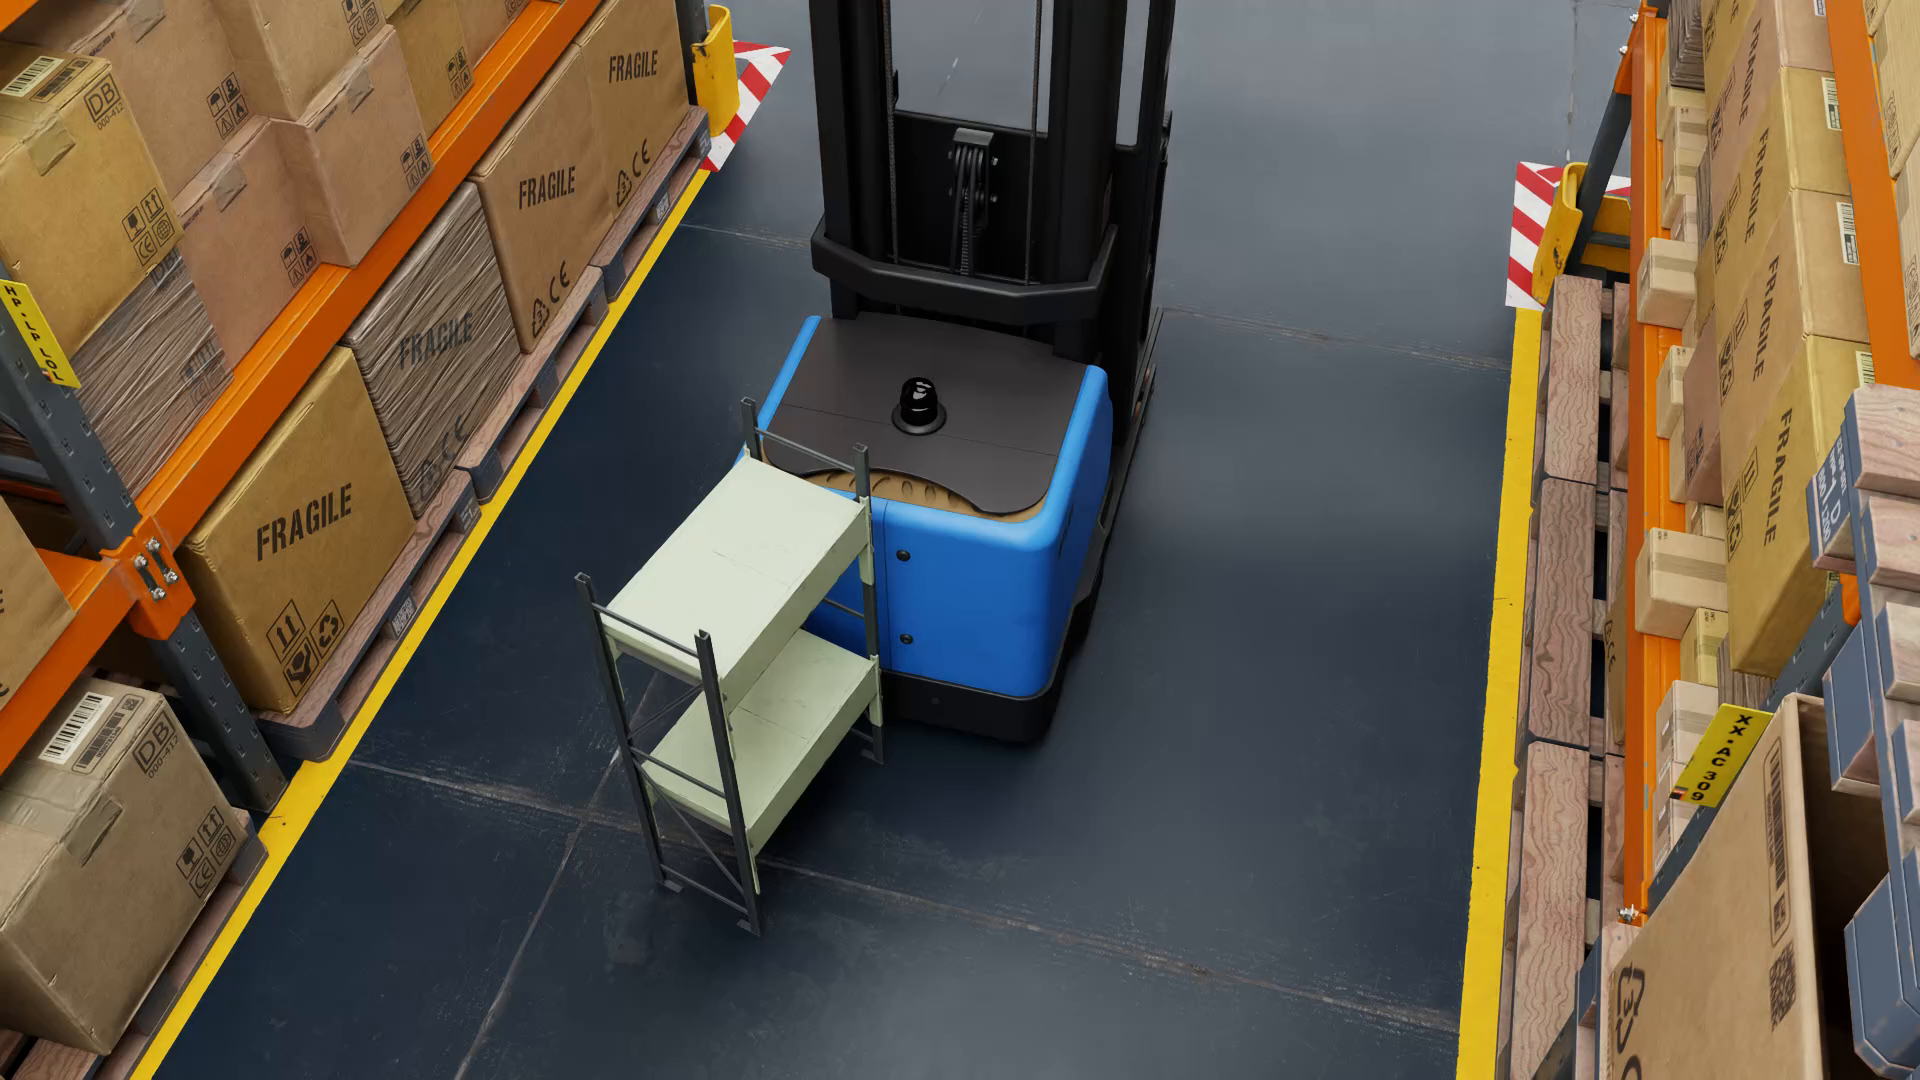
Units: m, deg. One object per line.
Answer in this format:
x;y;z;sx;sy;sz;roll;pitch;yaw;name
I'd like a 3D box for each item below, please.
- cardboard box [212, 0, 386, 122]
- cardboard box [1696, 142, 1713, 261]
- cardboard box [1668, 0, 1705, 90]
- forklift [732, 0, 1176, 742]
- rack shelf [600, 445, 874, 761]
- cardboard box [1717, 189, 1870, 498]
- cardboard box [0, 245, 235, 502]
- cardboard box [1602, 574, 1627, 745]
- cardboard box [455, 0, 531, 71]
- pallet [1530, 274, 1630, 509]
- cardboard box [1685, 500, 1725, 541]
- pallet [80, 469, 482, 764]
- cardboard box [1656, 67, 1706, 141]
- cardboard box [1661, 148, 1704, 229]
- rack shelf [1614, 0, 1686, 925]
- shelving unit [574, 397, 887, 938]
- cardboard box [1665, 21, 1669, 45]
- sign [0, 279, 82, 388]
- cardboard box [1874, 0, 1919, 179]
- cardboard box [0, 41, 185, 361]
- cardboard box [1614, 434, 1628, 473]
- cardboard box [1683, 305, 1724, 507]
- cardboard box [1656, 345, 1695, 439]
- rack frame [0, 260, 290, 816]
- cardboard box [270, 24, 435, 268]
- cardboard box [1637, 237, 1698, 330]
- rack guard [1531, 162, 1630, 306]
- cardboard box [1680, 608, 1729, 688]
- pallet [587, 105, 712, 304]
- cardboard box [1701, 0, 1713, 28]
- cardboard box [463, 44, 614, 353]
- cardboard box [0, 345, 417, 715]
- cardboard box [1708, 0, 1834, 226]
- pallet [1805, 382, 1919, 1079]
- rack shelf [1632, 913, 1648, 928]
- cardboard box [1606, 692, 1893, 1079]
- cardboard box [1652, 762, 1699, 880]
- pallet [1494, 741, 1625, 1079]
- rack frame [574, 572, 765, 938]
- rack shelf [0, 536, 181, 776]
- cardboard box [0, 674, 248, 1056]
-2.290;-1.684;4.916;0.875;0.550;0.550;12;50;10;cardboard box
2.724;-1.075;4.933;0.875;0.500;0.500;12;50;10;cardboard box
2.913;-1.814;5.585;0.875;0.500;0.500;12;50;10;cardboard box
0.163;-1.426;5.554;1.130;2.935;3.031;11;50;10;forklift
-0.607;0.161;4.587;0.431;0.370;0.720;23;52;19;rack shelf
2.014;-0.385;3.657;0.500;0.500;0.500;12;50;10;cardboard box
-2.642;-0.552;4.636;0.875;0.550;0.550;12;50;10;cardboard box
2.406;0.345;5.332;0.500;0.500;0.500;8;49;7;cardboard box
-2.121;-2.116;6.017;0.875;0.550;0.550;12;50;10;cardboard box
2.816;-0.516;6.565;1.003;0.211;1.213;12;50;10;pallet
2.154;-0.017;4.432;0.380;0.149;0.250;12;50;10;cardboard box
-2.452;0.155;5.972;1.003;0.211;1.213;12;50;10;pallet
2.614;-1.477;5.721;0.380;0.149;0.250;12;50;10;cardboard box
2.496;-1.113;5.399;0.380;0.149;0.250;12;50;10;cardboard box
2.558;-0.390;5.073;1.077;0.370;4.000;12;50;10;rack shelf
-0.607;0.419;4.880;0.431;1.500;0.755;23;52;19;shelving unit
2.779;-1.832;6.034;0.380;0.149;0.250;12;50;10;cardboard box
-2.201;-0.490;3.962;0.100;0.325;0.005;12;50;10;sign
2.047;-0.881;3.126;0.500;0.250;0.500;13;50;11;cardboard box
-2.597;-0.900;4.223;0.875;0.550;0.550;12;50;10;cardboard box
2.779;-0.499;6.077;0.500;0.500;0.500;24;53;20;cardboard box
2.409;-0.362;4.304;0.875;0.500;0.500;12;50;10;cardboard box
2.213;-0.394;4.764;0.380;0.149;0.250;12;50;10;cardboard box
-2.727;-0.233;4.455;1.000;3.000;0.127;12;50;10;rack frame
-2.263;-1.322;5.316;0.875;0.550;0.550;12;50;10;cardboard box
2.291;-0.766;5.093;0.380;0.149;0.250;12;50;10;cardboard box
3.064;-1.192;6.969;1.175;0.500;0.348;12;50;10;rack guard
2.003;0.341;4.116;0.380;0.149;0.250;12;50;10;cardboard box
-1.810;-1.610;7.530;1.003;0.211;1.213;12;50;10;pallet
2.538;-1.832;4.935;0.500;0.500;0.500;12;50;10;cardboard box
-2.019;-1.422;6.641;0.875;0.875;0.875;11;49;9;cardboard box
-2.494;-0.110;5.484;0.875;0.875;0.875;12;50;11;cardboard box
2.282;-1.108;4.295;0.500;0.500;0.500;12;50;10;cardboard box
1.766;0.314;2.097;1.213;0.211;1.003;12;50;10;pallet
1.505;2.504;2.520;1.077;0.370;4.000;12;50;10;rack shelf
1.687;1.028;2.661;1.000;1.000;1.000;12;50;10;cardboard box
1.804;0.688;3.809;0.380;0.149;0.250;12;50;10;cardboard box
2.174;1.249;5.007;1.003;0.211;1.213;12;50;10;pallet
-0.787;0.658;4.669;0.400;1.500;0.023;23;52;19;rack frame
-3.254;1.452;3.448;1.077;0.370;4.000;12;50;10;rack shelf
-2.804;0.839;4.729;1.050;0.750;0.750;11;50;10;cardboard box
